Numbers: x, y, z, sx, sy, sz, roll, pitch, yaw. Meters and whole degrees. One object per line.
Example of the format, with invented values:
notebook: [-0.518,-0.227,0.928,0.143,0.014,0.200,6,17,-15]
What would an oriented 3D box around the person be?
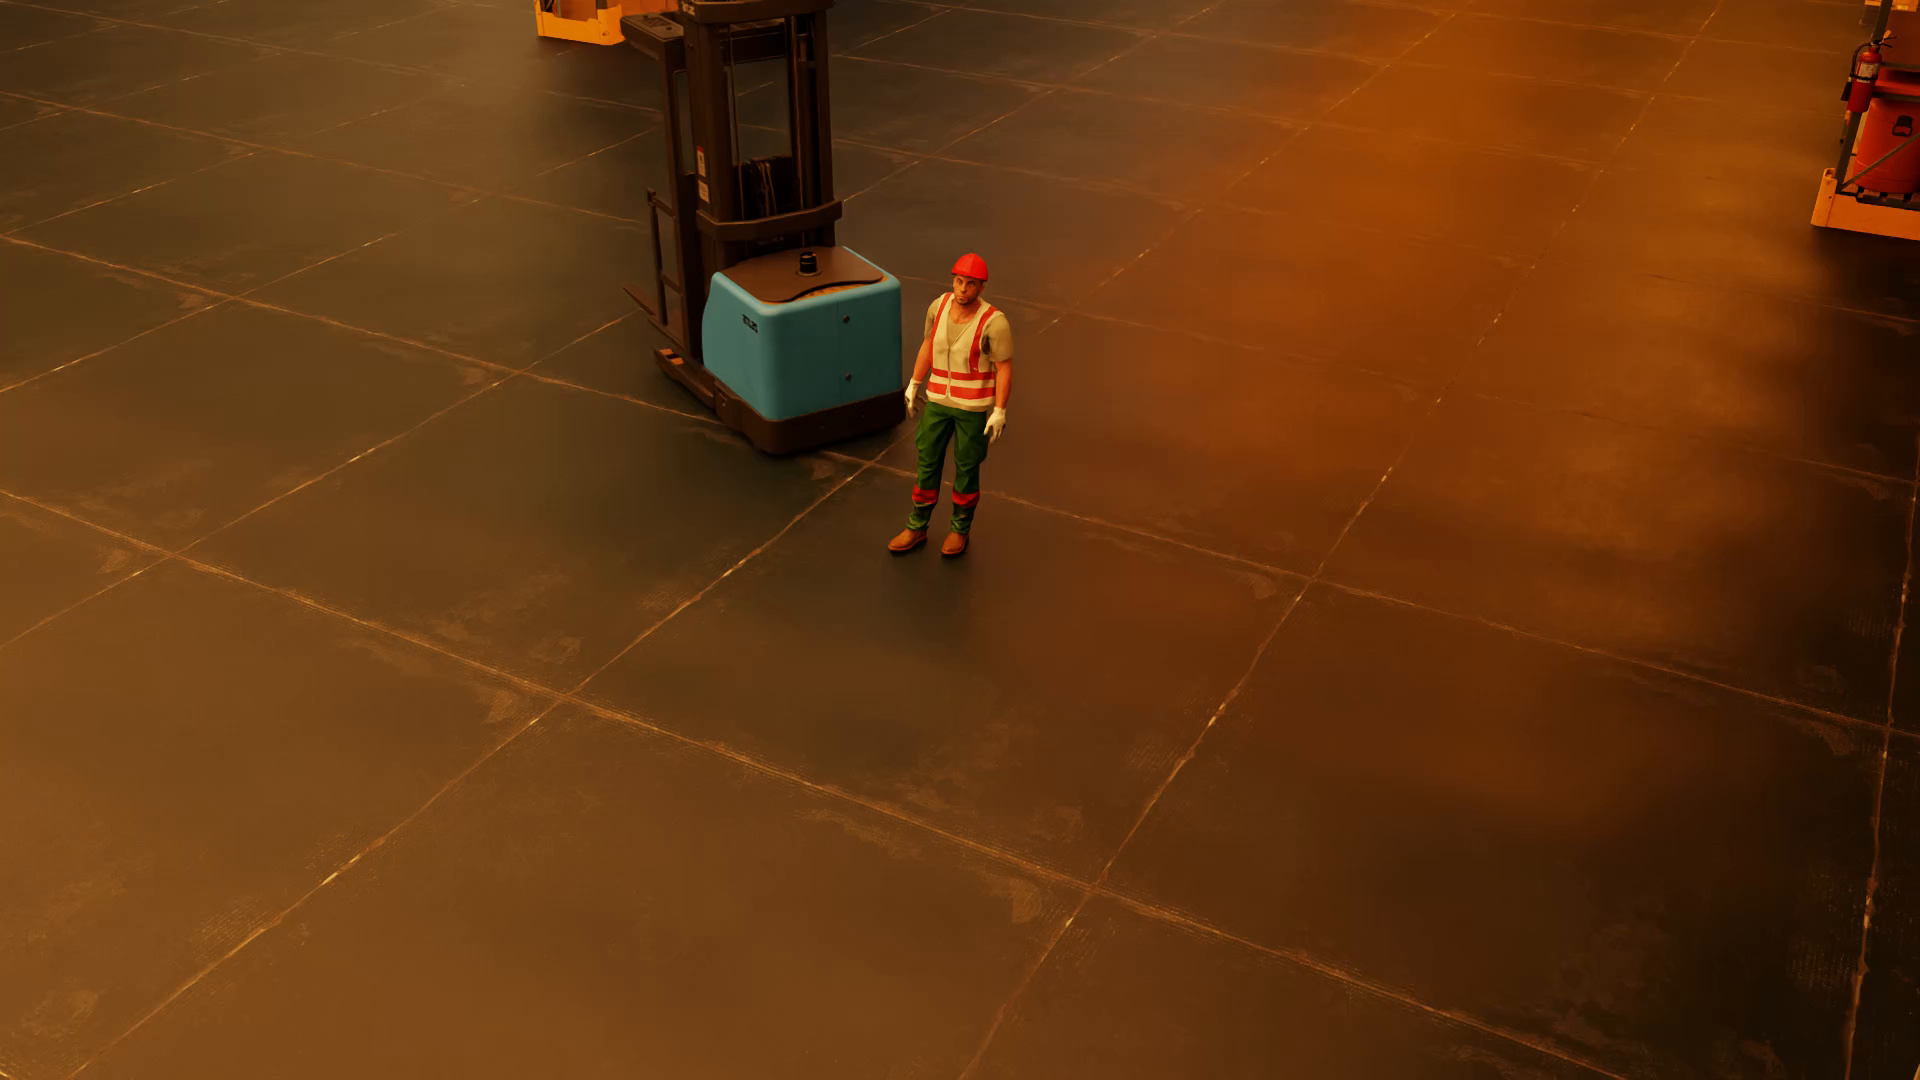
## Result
person: [-0.049,-0.748,9.495,0.638,1.789,0.562,15,33,25]

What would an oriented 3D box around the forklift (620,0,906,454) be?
forklift: [-1.569,-2.526,11.447,1.130,2.935,3.031,-17,34,-27]
